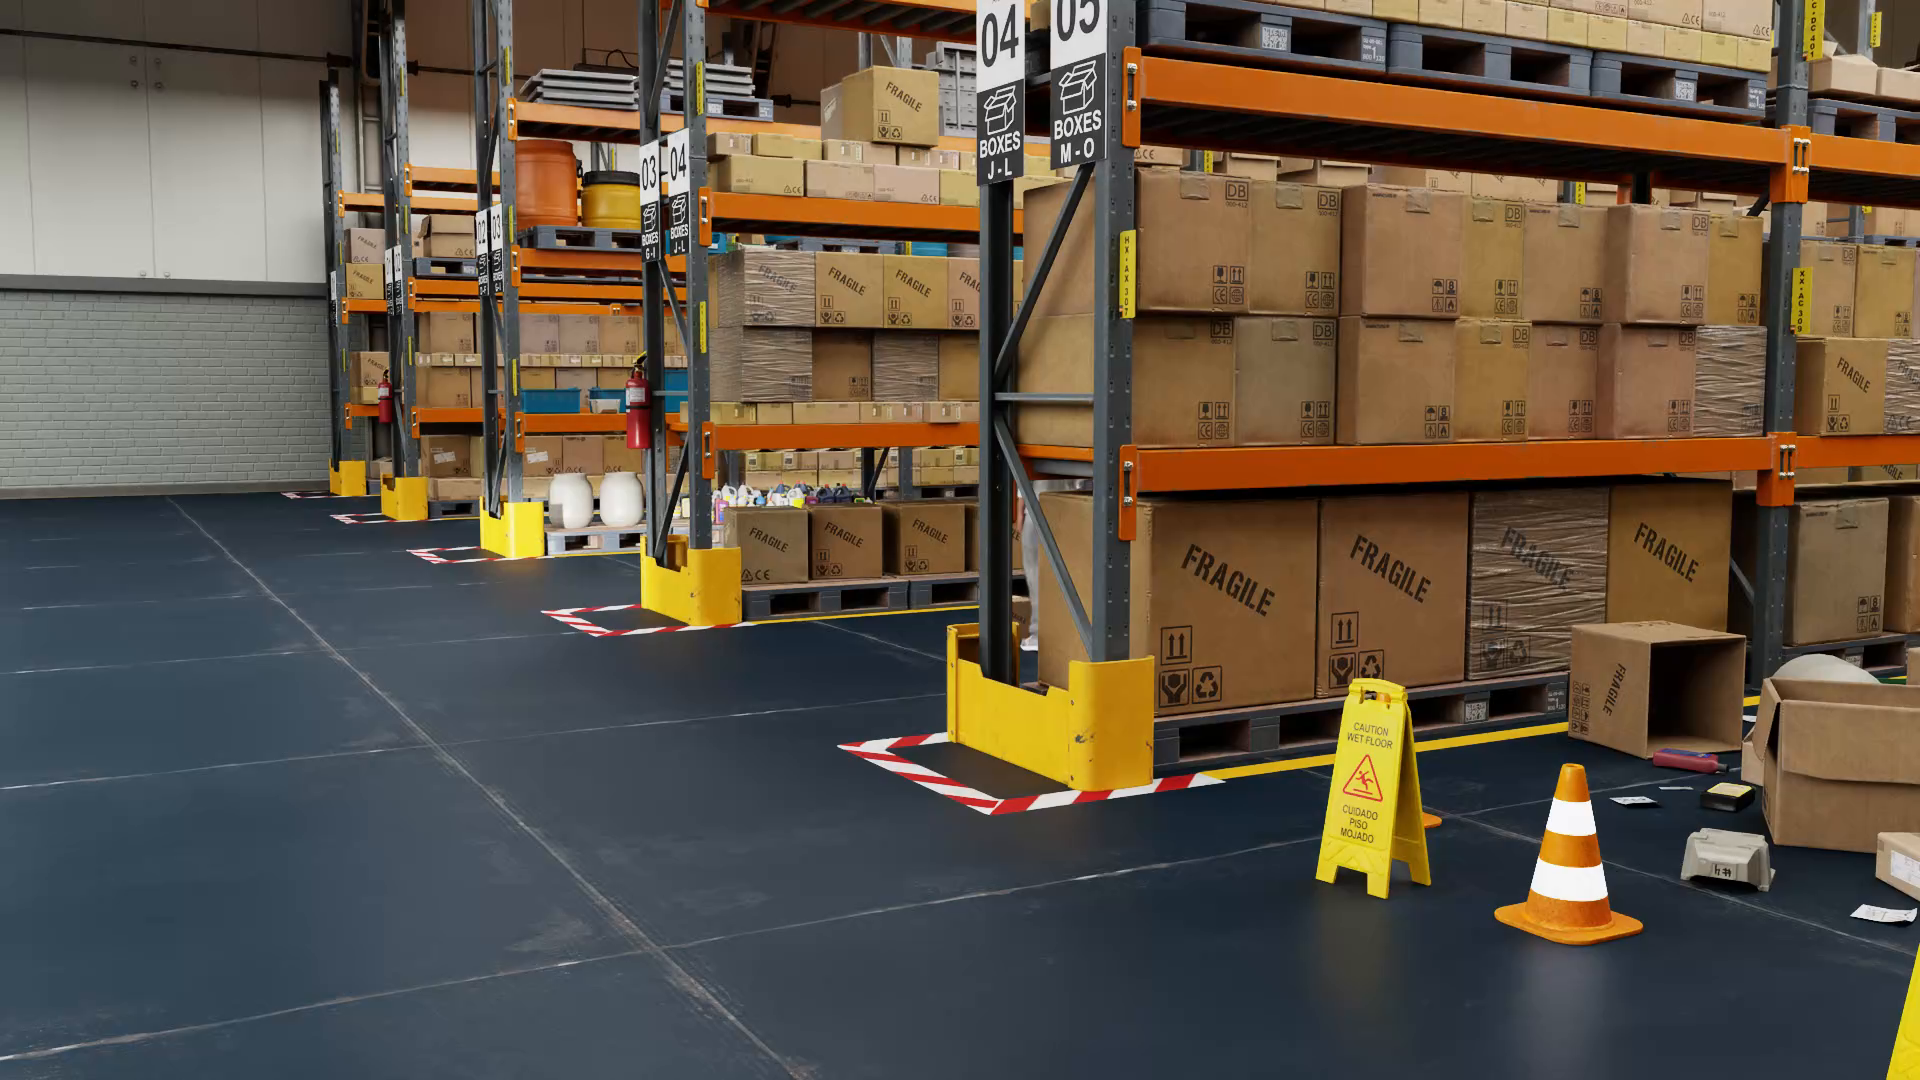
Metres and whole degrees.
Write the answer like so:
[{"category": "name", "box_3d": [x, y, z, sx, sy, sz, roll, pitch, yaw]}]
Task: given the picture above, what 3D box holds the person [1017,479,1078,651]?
[{"category": "person", "box_3d": [0.514, -0.140, 9.788, 0.407, 1.595, 0.306, -3, 6, -27]}]
